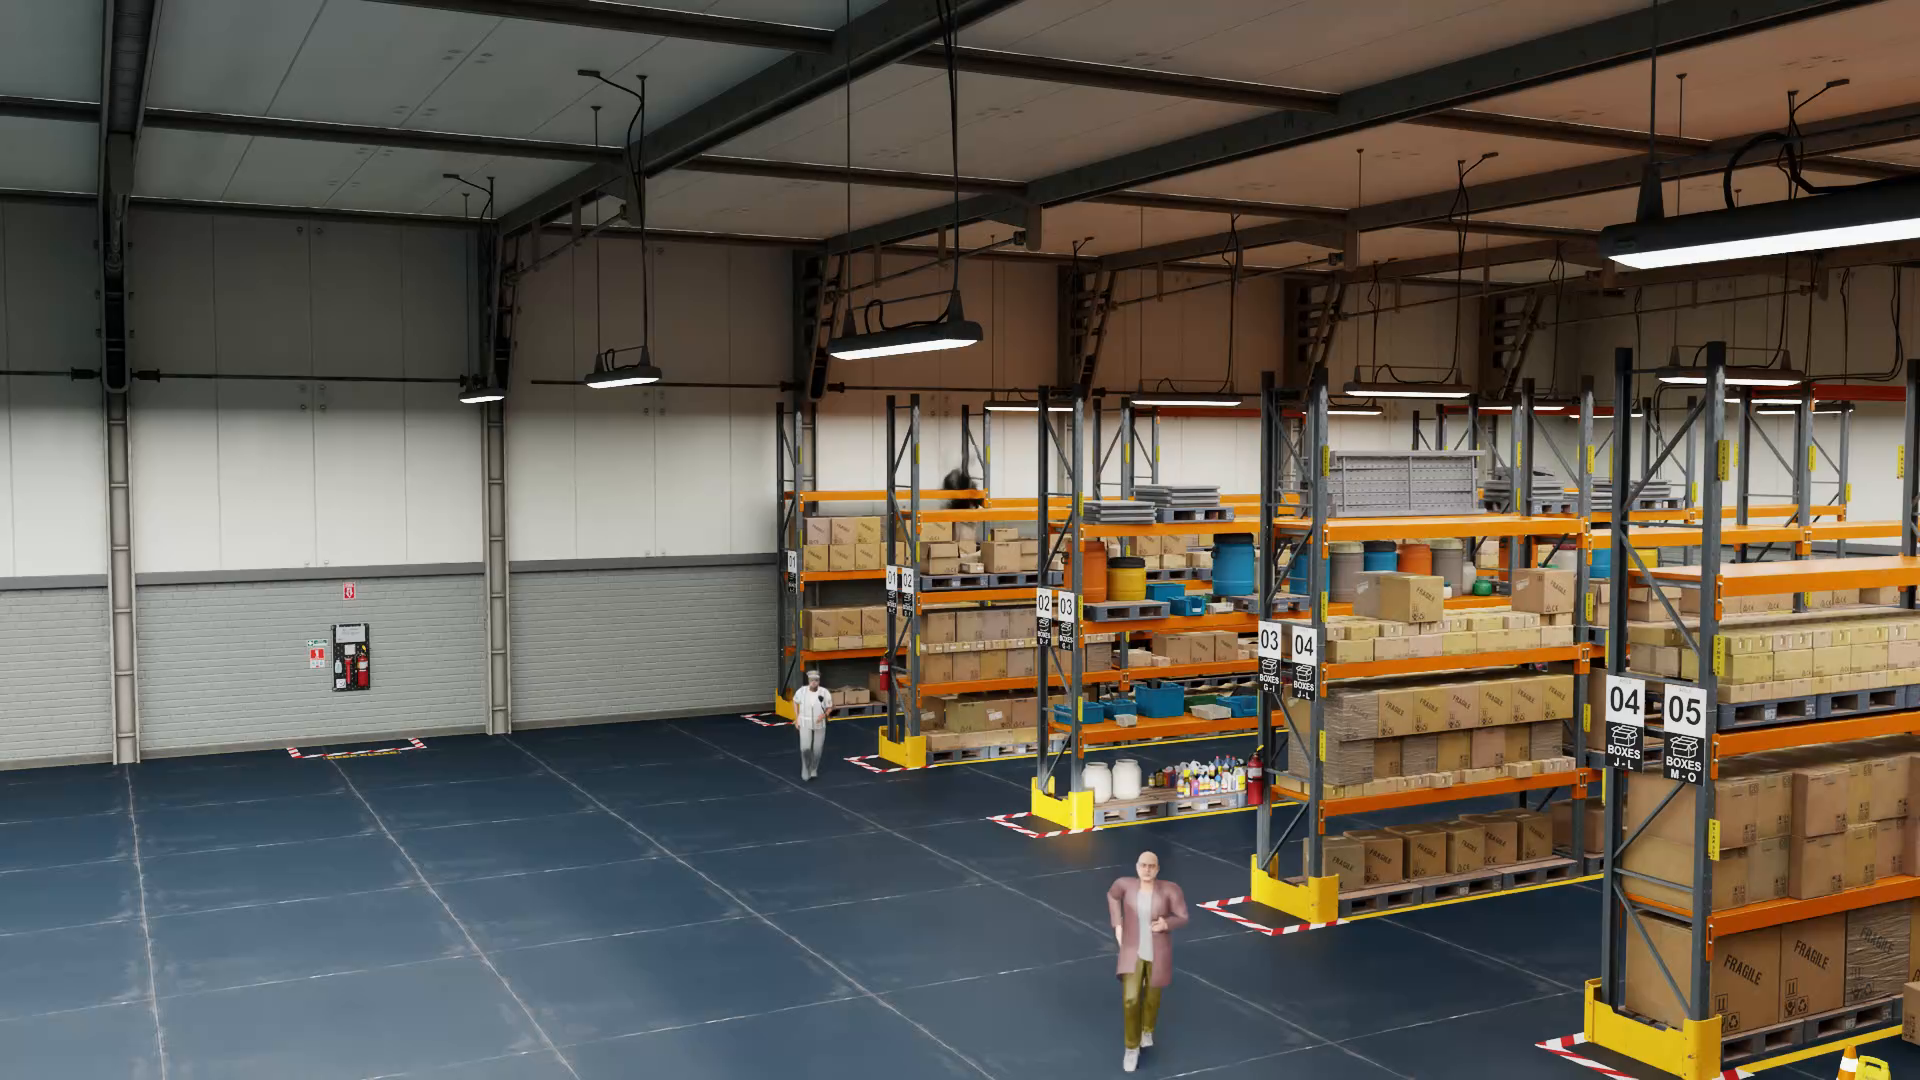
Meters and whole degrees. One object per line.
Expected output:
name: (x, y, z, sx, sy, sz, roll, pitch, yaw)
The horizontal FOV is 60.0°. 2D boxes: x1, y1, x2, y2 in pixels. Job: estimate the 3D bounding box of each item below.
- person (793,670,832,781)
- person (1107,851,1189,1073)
person: (-2.263, 2.846, 25.598, 0.582, 1.725, 0.780, -1, 3, -9)
person: (1.575, 3.502, 13.973, 0.683, 1.825, 0.876, 0, 3, 6)
